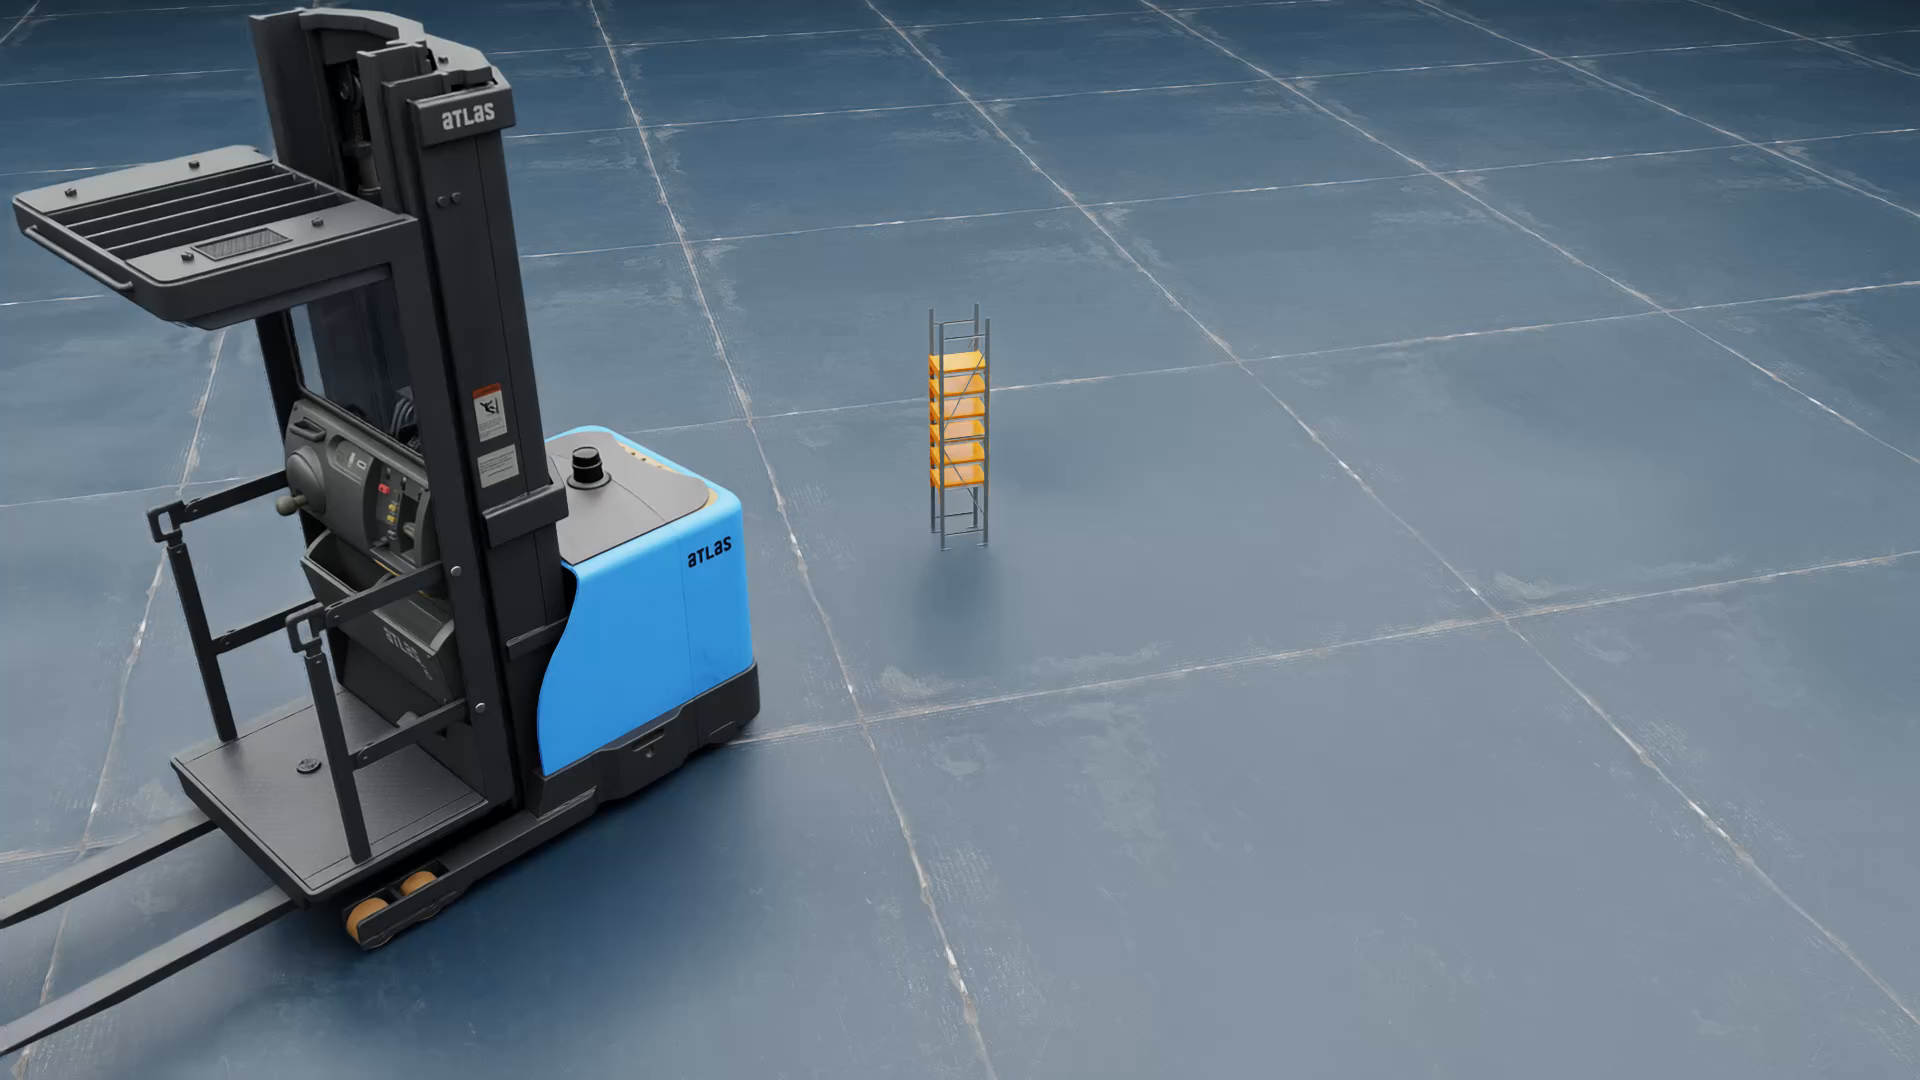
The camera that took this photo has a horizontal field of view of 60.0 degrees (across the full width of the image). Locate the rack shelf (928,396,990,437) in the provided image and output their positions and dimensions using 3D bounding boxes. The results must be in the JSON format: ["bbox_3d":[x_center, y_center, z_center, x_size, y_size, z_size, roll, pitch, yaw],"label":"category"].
[{"bbox_3d":[-0.004,-0.592,7.924,0.258,0.103,0.180,-8,31,-13],"label":"rack shelf"}]

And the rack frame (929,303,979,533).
[{"bbox_3d":[-0.028,-0.570,8.038,0.240,1.200,0.006,-8,31,-13],"label":"rack frame"}]

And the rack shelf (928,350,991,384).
[{"bbox_3d":[-0.004,-0.799,7.803,0.258,0.103,0.180,-8,31,-13],"label":"rack shelf"}]

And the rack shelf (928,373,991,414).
[{"bbox_3d":[-0.004,-0.696,7.864,0.258,0.103,0.180,-8,31,-13],"label":"rack shelf"}]

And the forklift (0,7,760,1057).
[{"bbox_3d":[-2.210,-0.140,5.566,1.130,2.935,3.031,26,39,37],"label":"forklift"}]

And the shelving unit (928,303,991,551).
[{"bbox_3d":[-0.004,-0.526,7.962,0.258,1.200,0.189,-8,31,-13],"label":"shelving unit"}]

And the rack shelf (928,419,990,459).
[{"bbox_3d":[-0.004,-0.488,7.984,0.258,0.103,0.180,-8,31,-13],"label":"rack shelf"}]

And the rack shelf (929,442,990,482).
[{"bbox_3d":[-0.004,-0.384,8.044,0.258,0.103,0.180,-8,31,-13],"label":"rack shelf"}]

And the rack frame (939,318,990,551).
[{"bbox_3d":[0.020,-0.482,7.885,0.240,1.200,0.006,-8,31,-13],"label":"rack frame"}]

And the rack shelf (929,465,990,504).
[{"bbox_3d":[-0.004,-0.280,8.104,0.258,0.103,0.180,-8,31,-13],"label":"rack shelf"}]
